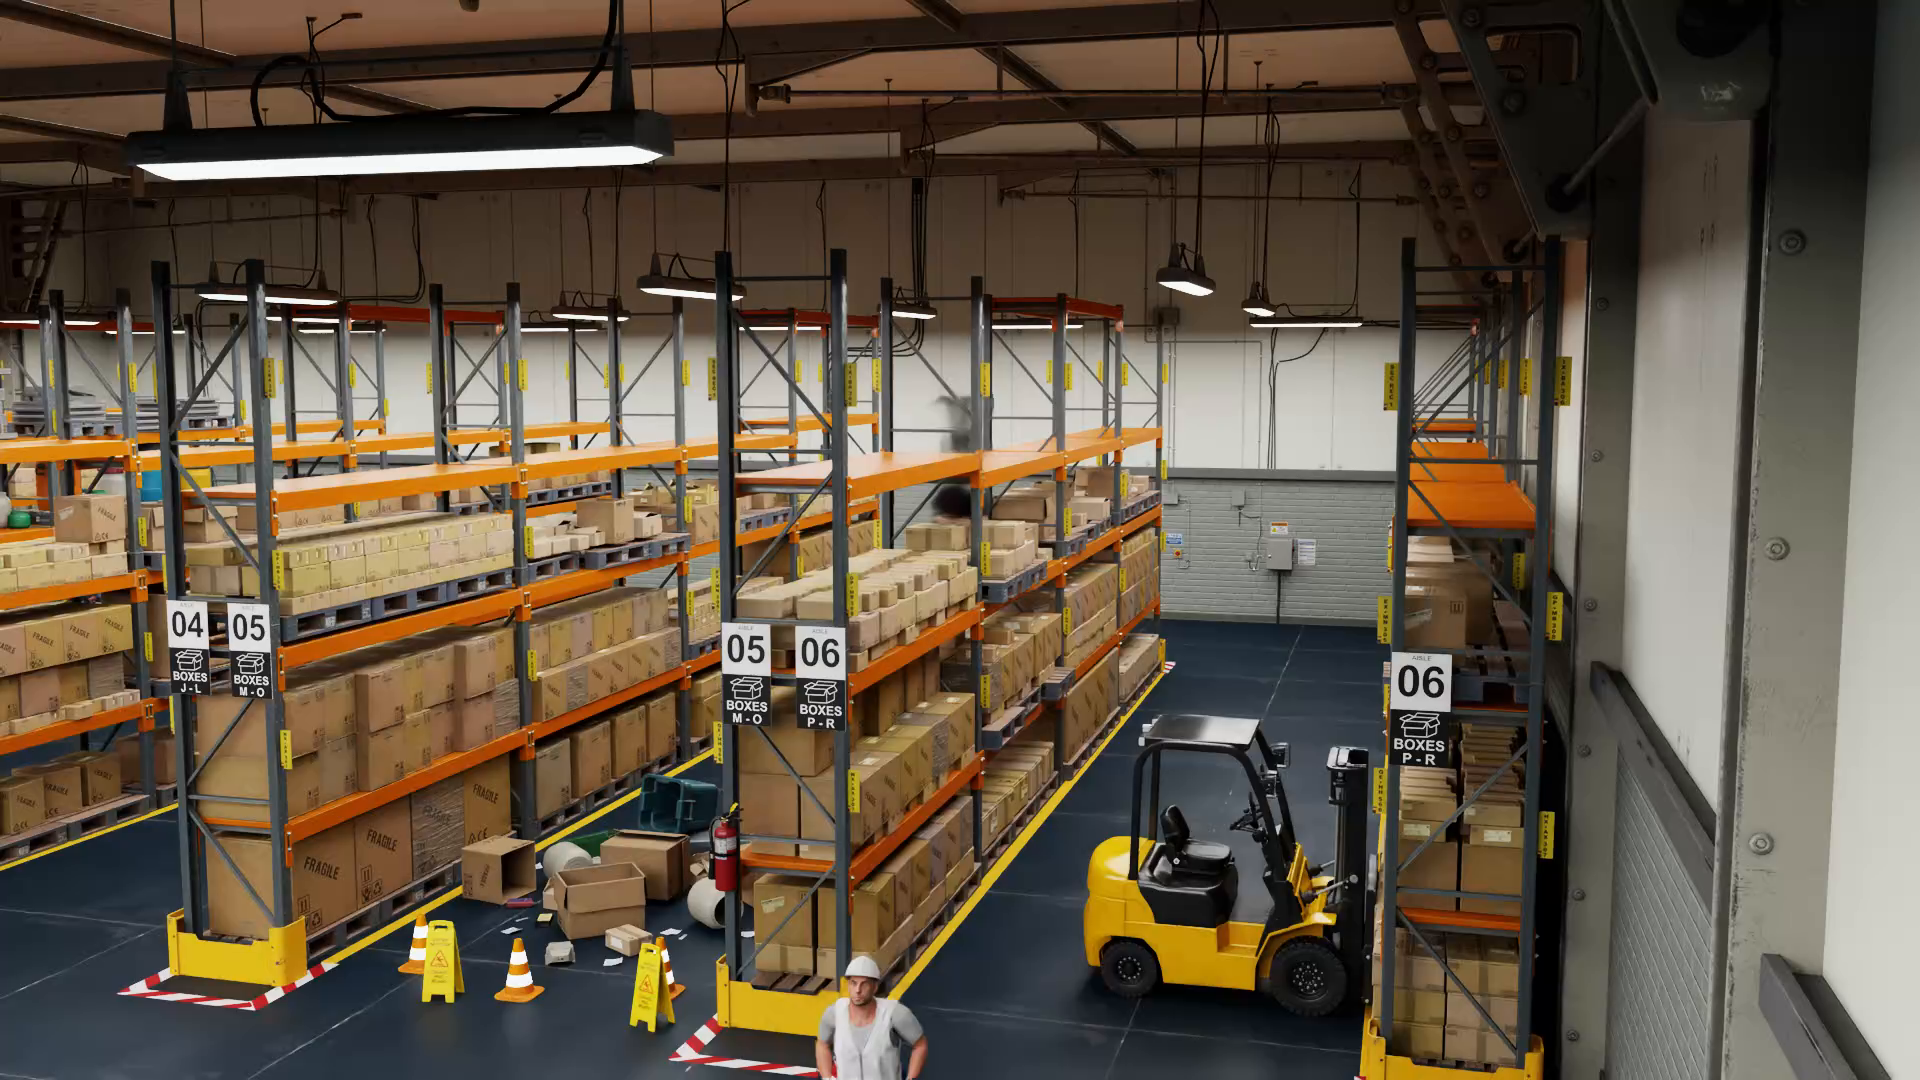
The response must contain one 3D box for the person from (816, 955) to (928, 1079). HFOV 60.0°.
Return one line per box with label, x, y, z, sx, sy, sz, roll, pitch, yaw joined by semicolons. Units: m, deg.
person;-0.517;3.267;9.800;0.671;1.773;0.697;1;6;7
